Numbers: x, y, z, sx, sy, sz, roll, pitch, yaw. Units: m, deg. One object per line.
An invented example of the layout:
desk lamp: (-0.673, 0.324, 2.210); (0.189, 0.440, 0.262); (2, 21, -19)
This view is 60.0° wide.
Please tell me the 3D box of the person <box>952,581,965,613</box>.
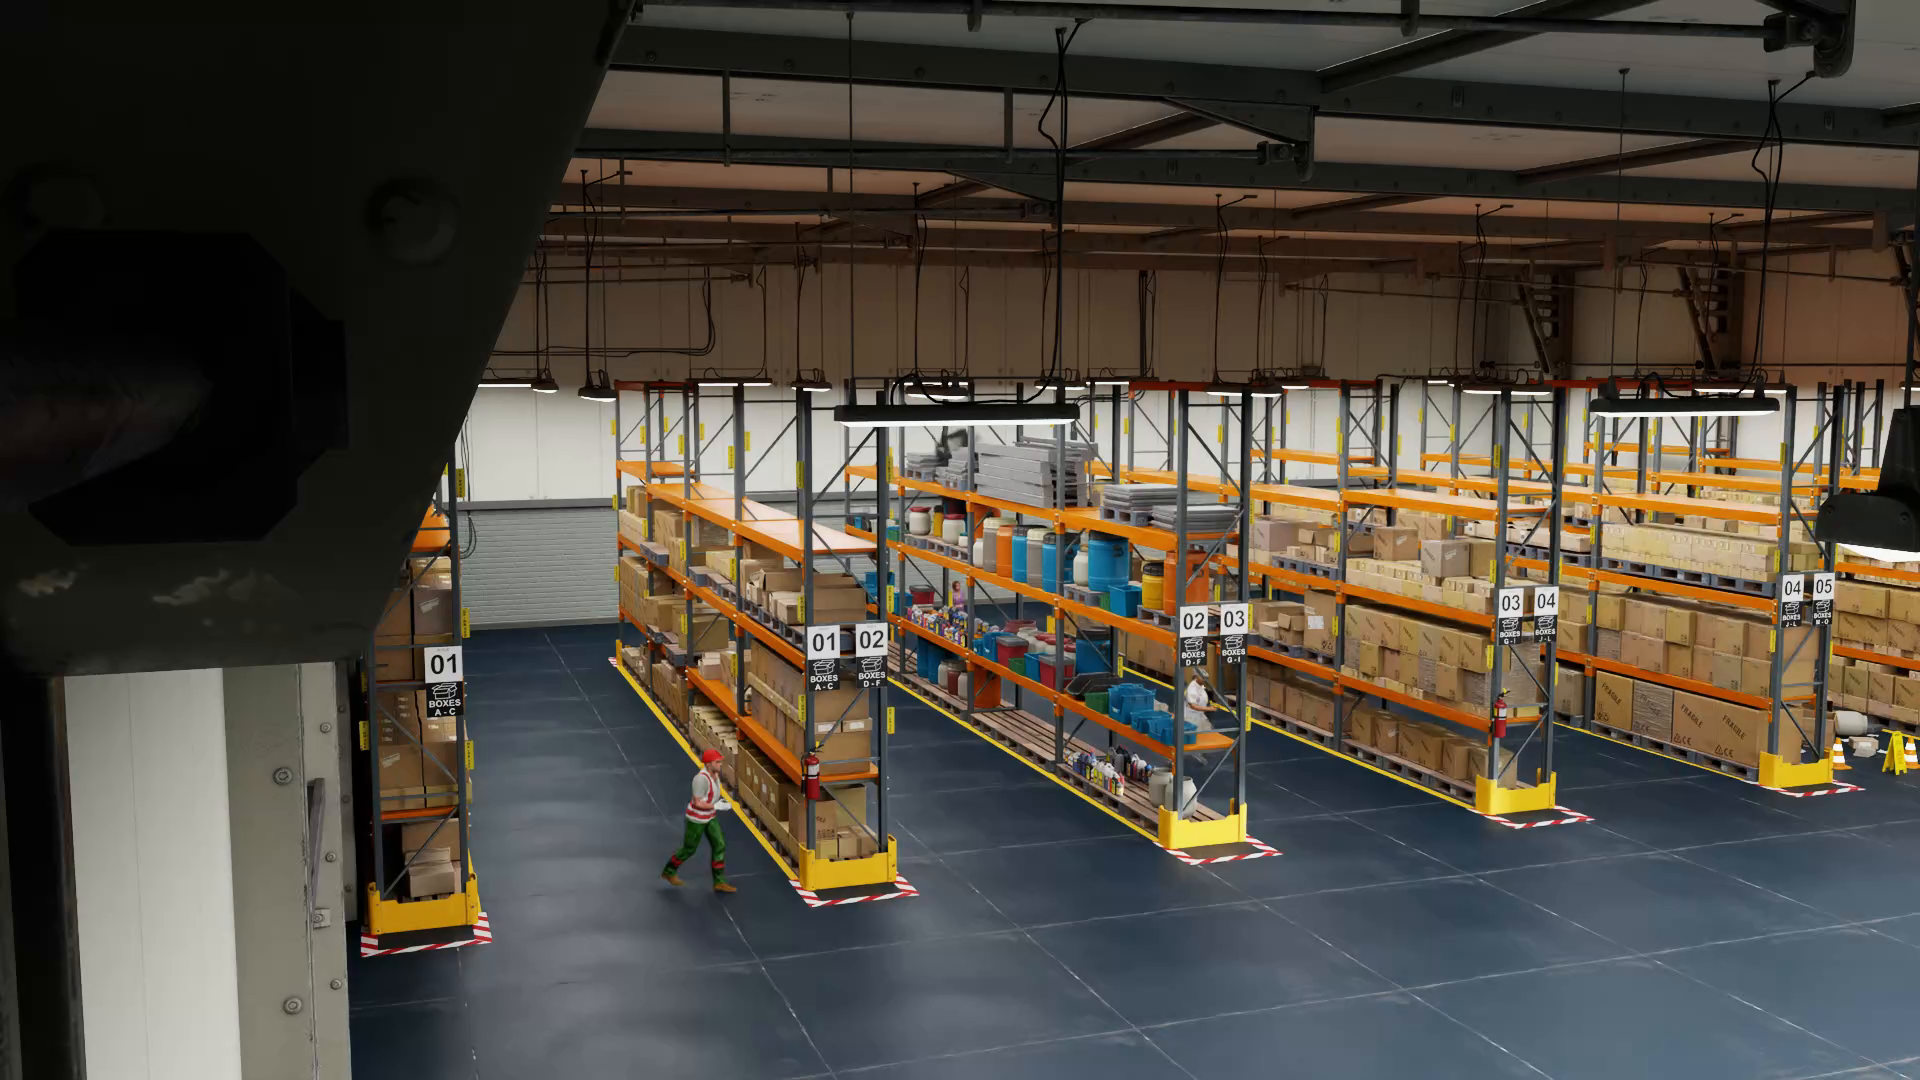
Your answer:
person: (-0.098, 1.688, 36.267); (0.523, 1.621, 0.823); (-3, 7, -27)

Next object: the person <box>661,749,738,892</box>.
person: (-3.133, 3.348, 19.946); (0.986, 1.755, 0.684); (2, 6, 21)

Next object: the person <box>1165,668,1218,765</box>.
person: (3.664, 2.769, 26.069); (0.927, 1.577, 0.610); (5, 8, 38)

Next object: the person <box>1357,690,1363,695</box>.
person: (7.668, 2.150, 32.255); (0.651, 1.570, 1.067); (-1, 6, -12)
